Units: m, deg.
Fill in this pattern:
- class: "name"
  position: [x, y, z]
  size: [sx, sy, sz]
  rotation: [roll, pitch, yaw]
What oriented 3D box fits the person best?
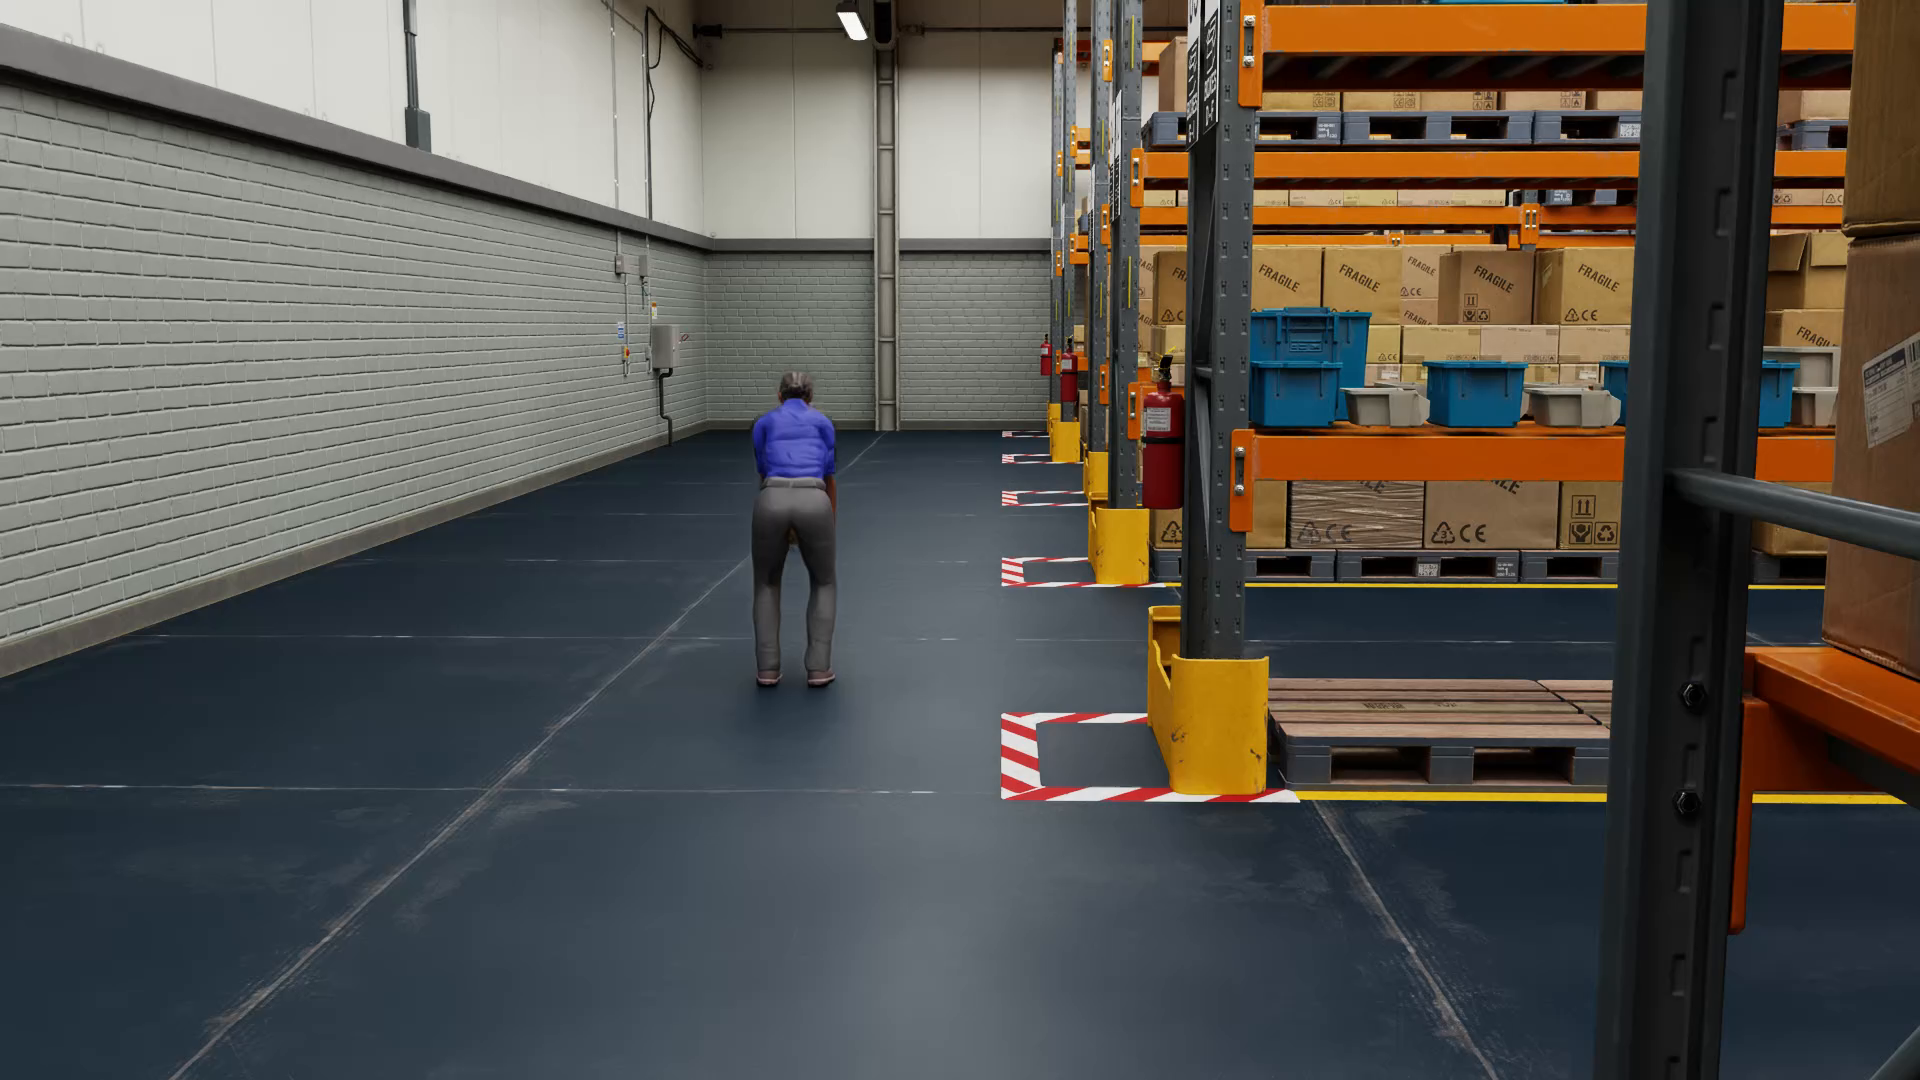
- class: "person"
  position: [-0.794, -0.067, 8.020]
  size: [0.413, 1.488, 0.662]
  rotation: [0, 7, 0]
